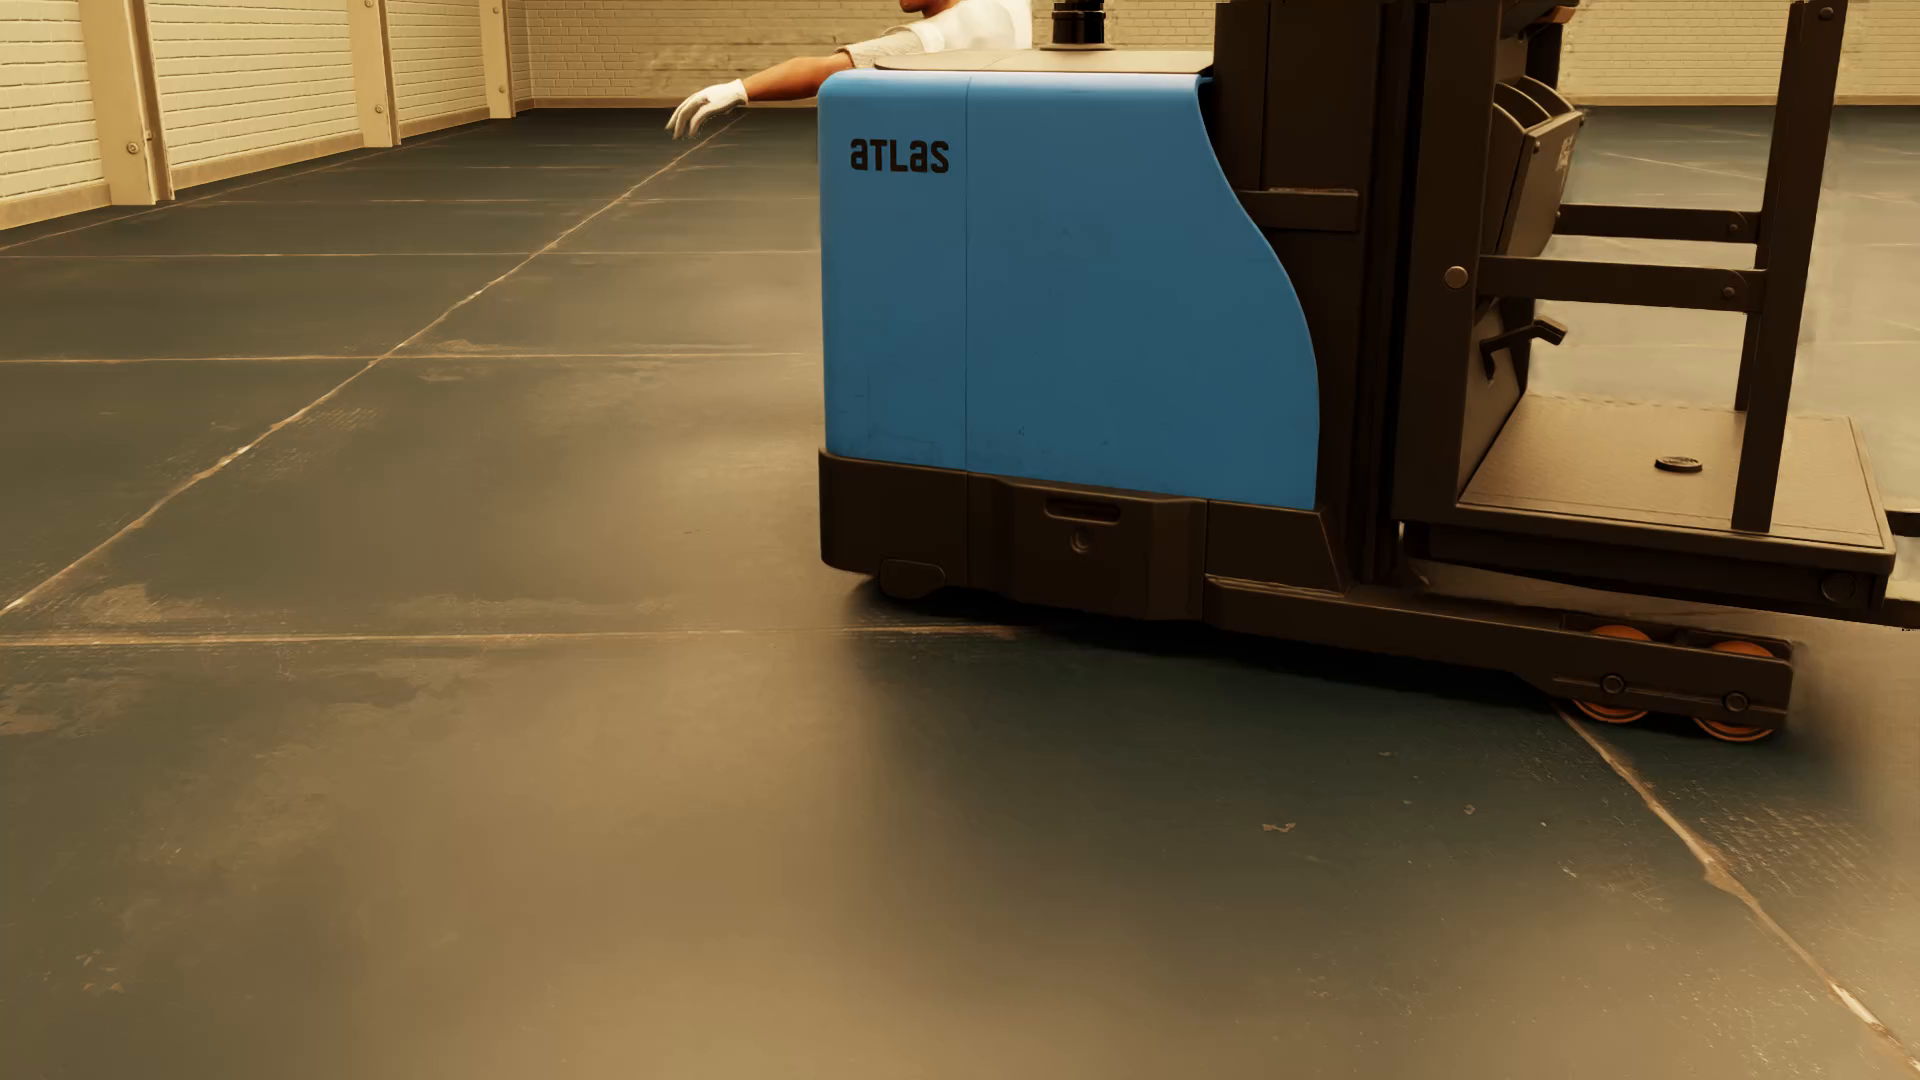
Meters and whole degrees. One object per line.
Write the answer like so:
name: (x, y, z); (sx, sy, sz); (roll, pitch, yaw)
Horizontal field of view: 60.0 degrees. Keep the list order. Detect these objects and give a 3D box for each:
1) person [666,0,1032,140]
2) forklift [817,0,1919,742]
person: (-0.346, -1.034, 4.782); (1.067, 1.483, 0.916); (-5, 18, -16)
forklift: (1.265, -1.238, 2.955); (3.031, 2.935, 1.130); (8, 19, 23)
